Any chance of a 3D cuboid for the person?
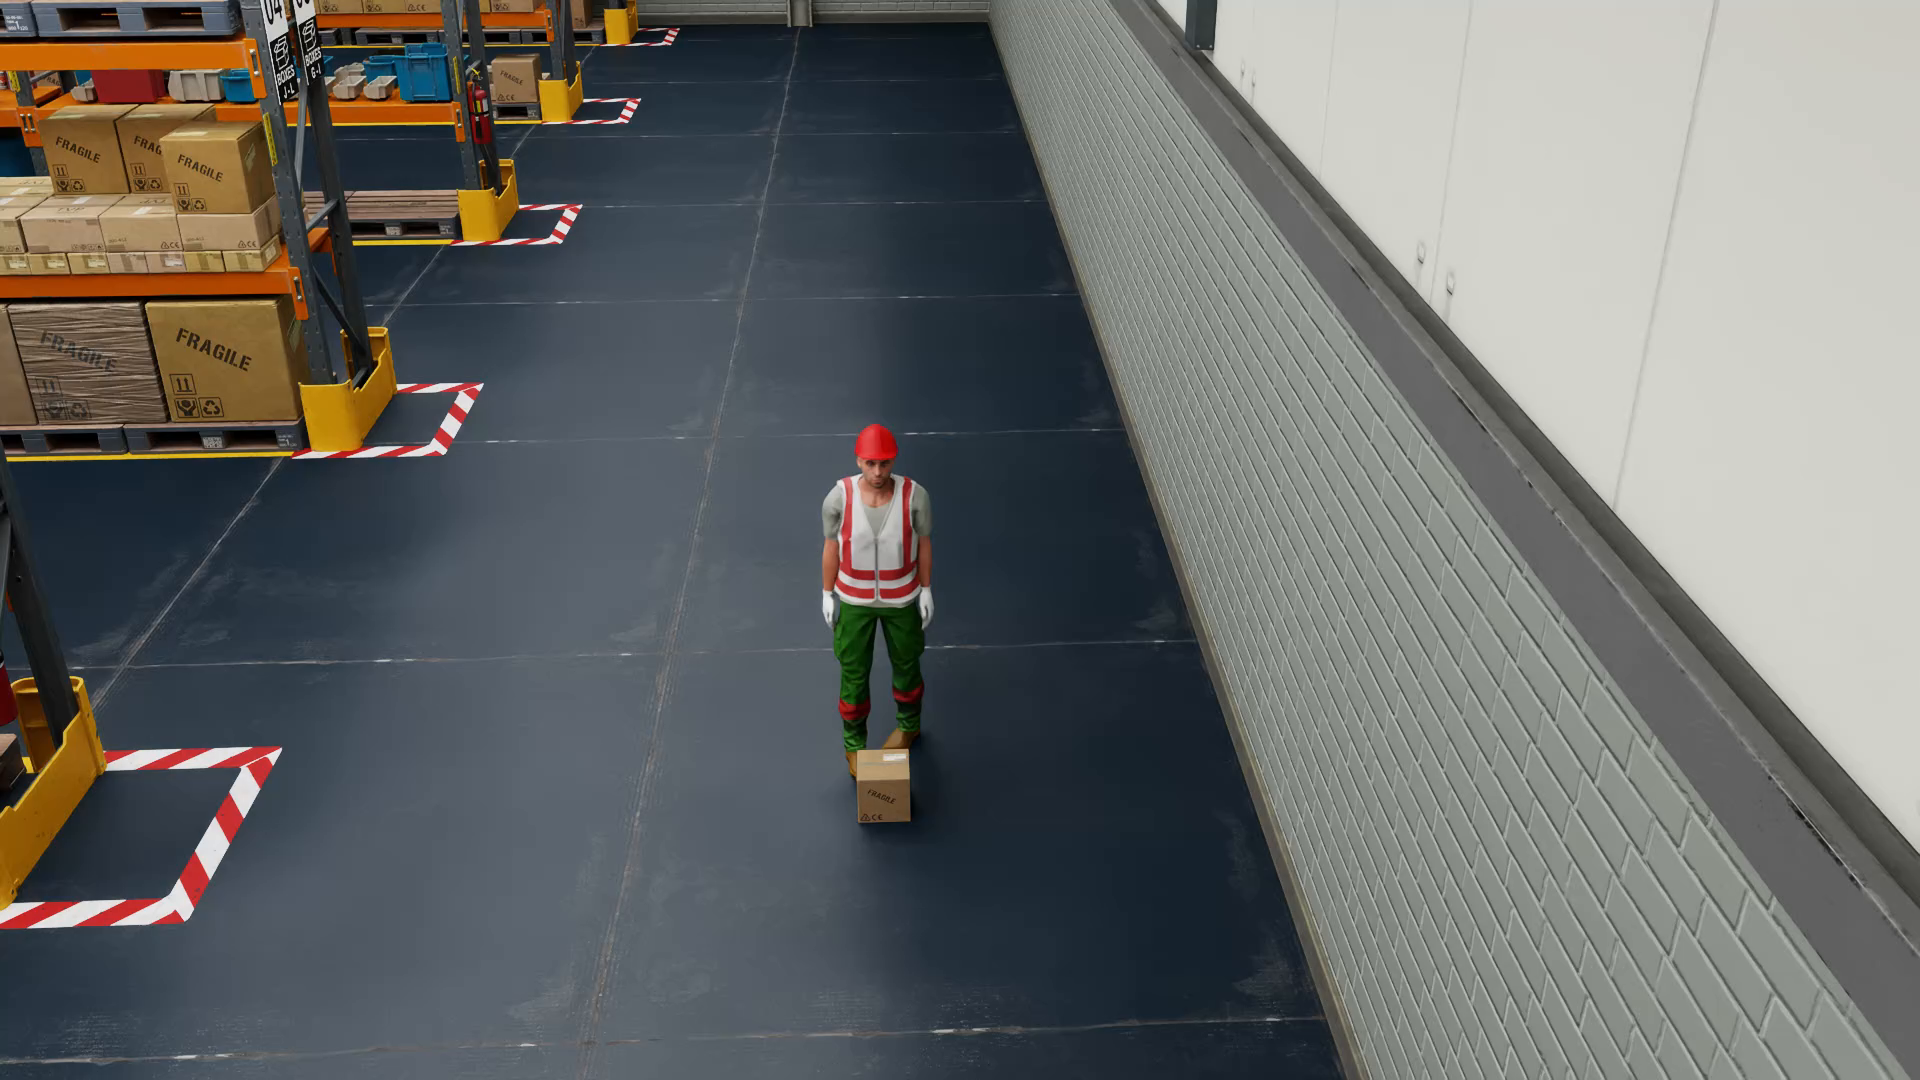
[{"bbox_3d":[-0.393,0.304,8.013,0.540,1.802,0.485,-2,27,-3],"label":"person"}]
